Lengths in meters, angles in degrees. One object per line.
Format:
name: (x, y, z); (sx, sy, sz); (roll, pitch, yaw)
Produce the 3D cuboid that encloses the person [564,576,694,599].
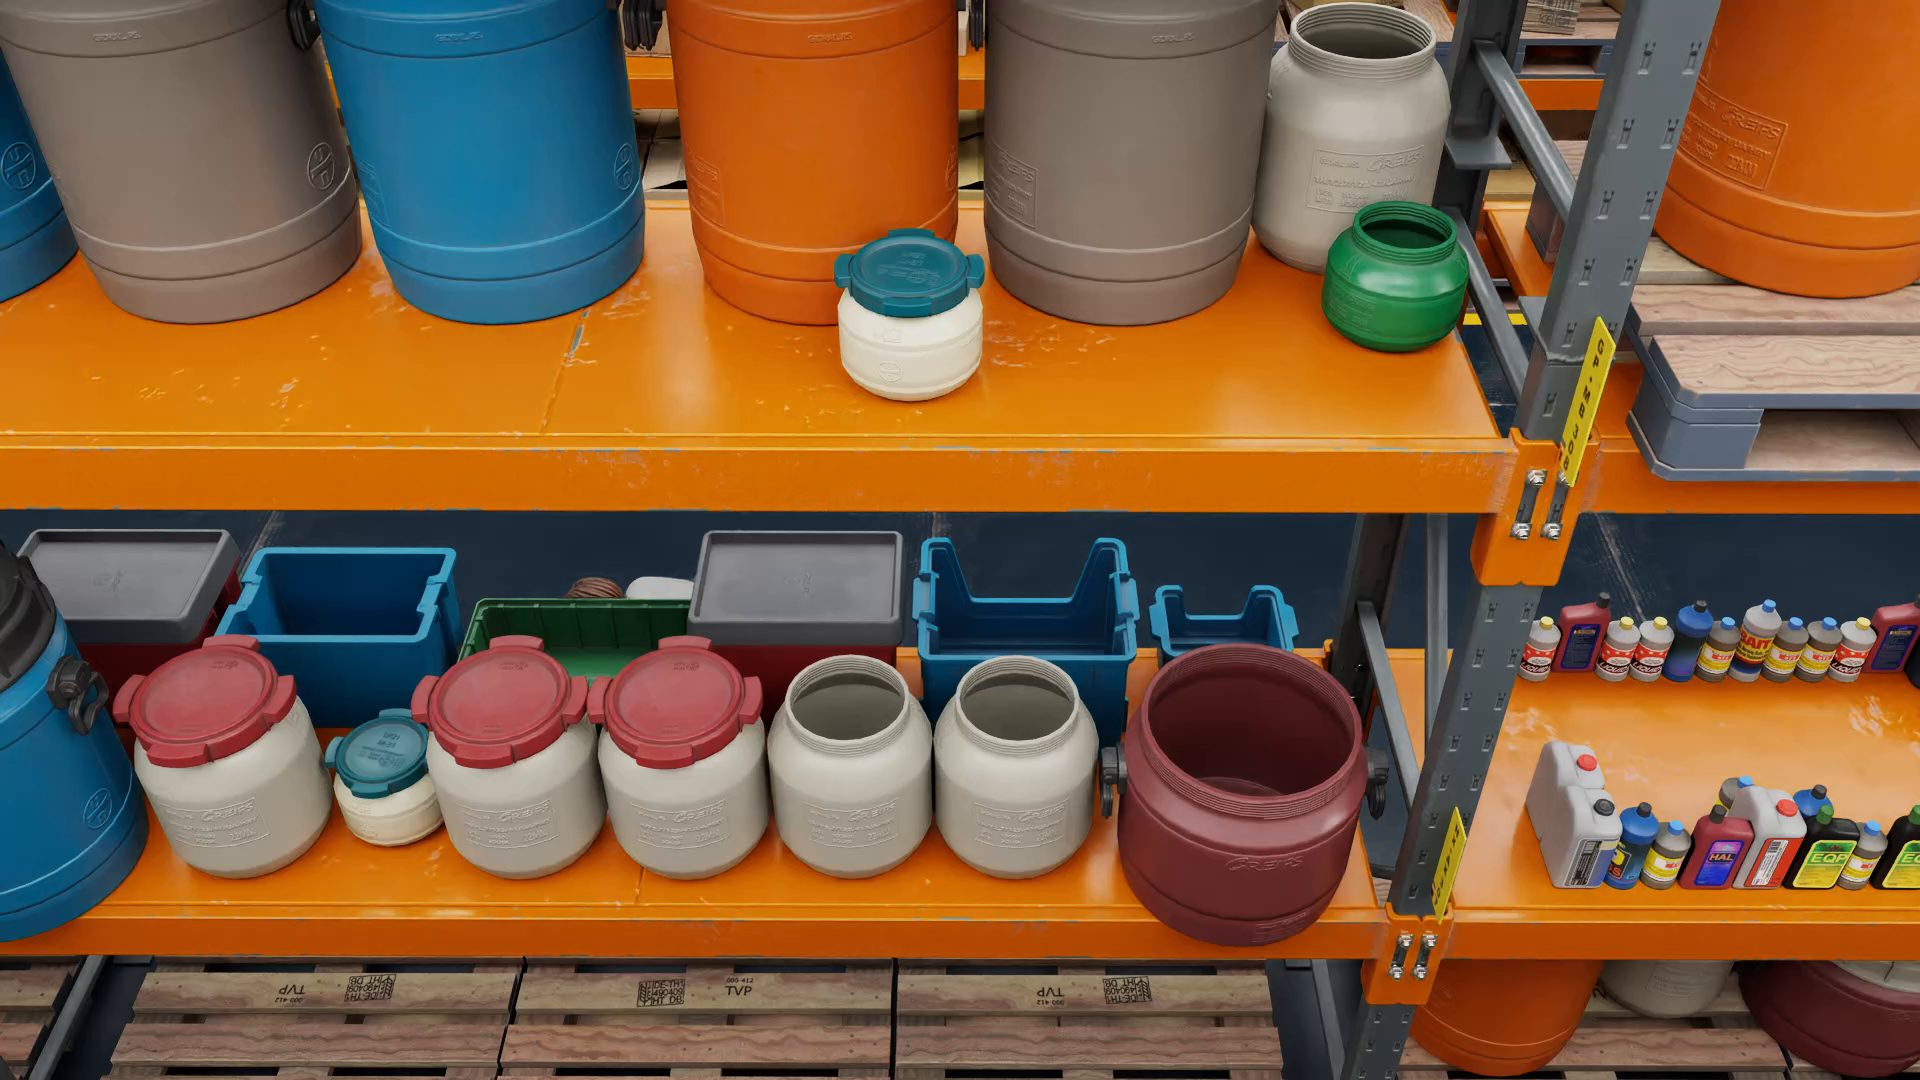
person: (-1.015, 0.474, 6.161); (0.794, 0.879, 0.441); (0, 40, 0)
